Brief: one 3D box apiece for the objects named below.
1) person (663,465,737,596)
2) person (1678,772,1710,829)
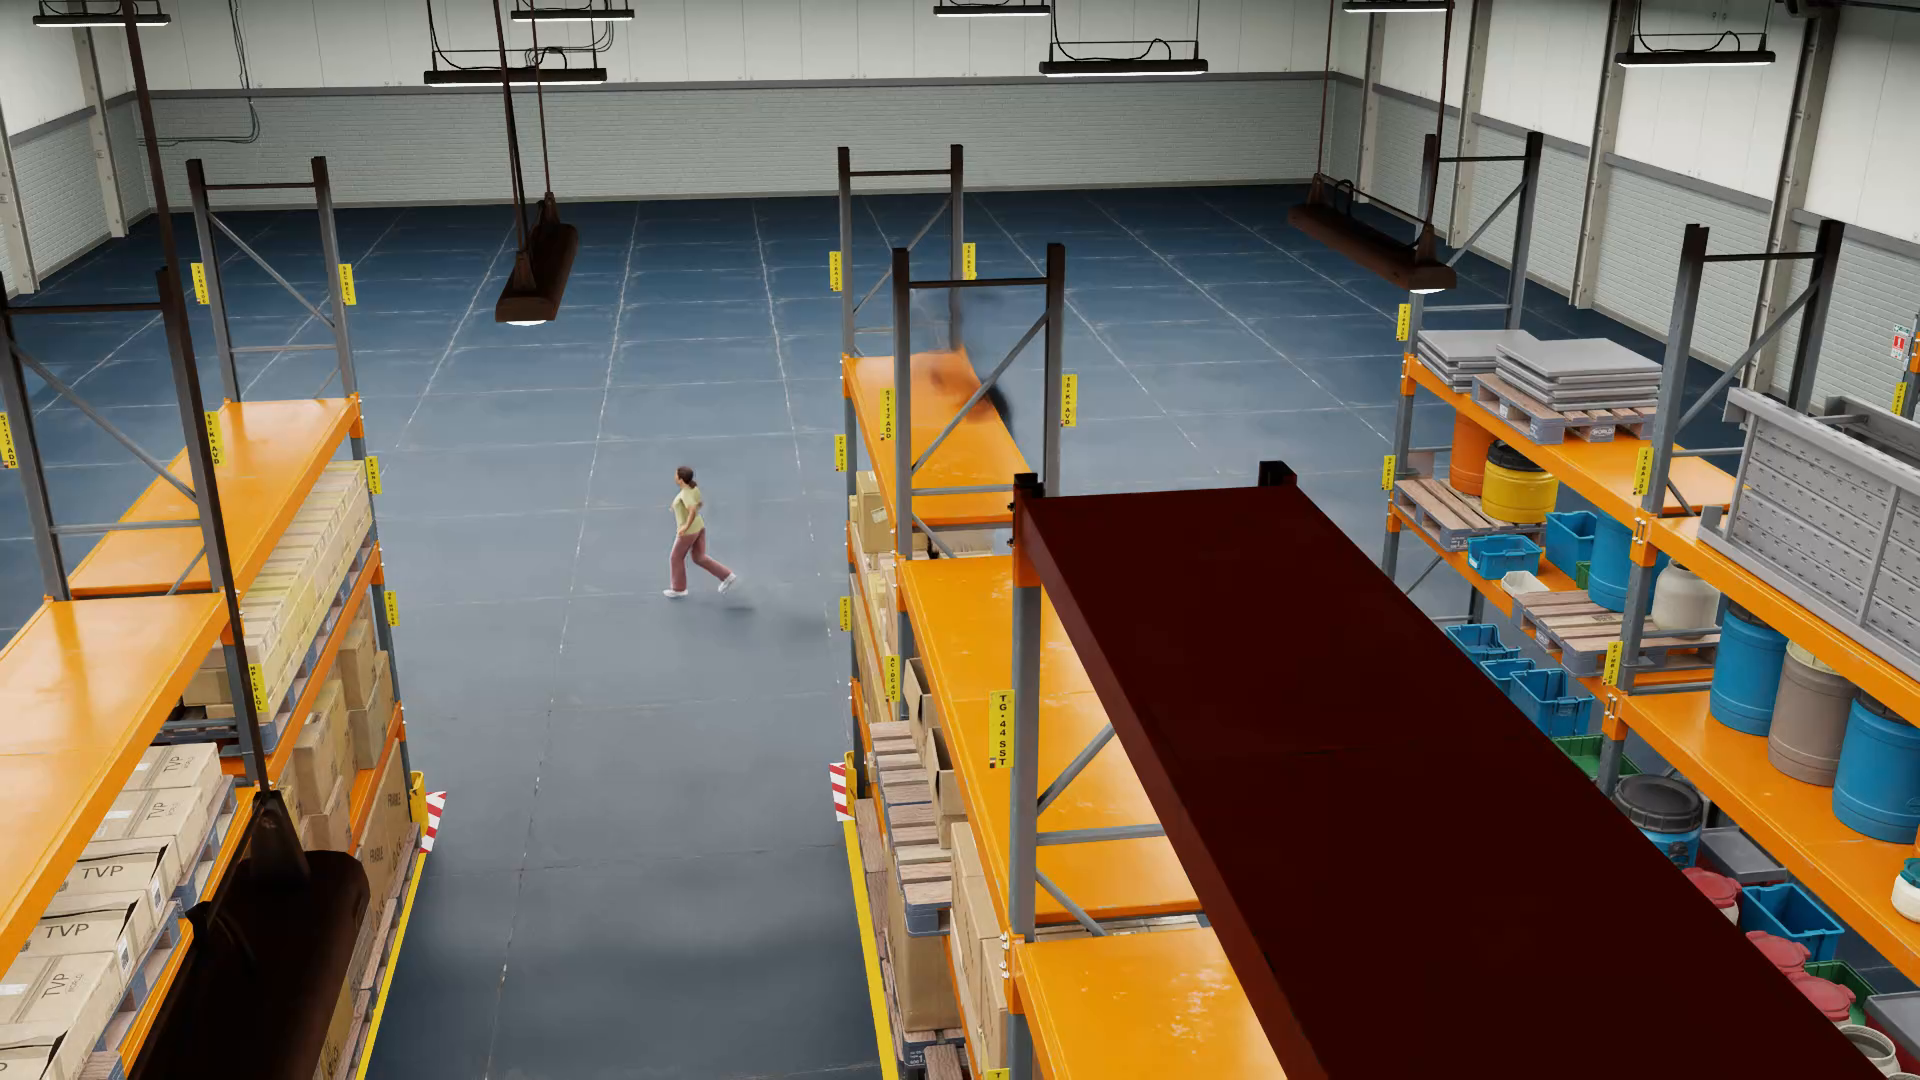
[{"bbox_3d":[-3.114,-0.078,19.584,0.926,1.656,0.562,6,22,15],"label":"person"},{"bbox_3d":[6.233,2.154,13.845,0.611,1.682,0.906,-6,22,-14],"label":"person"}]
